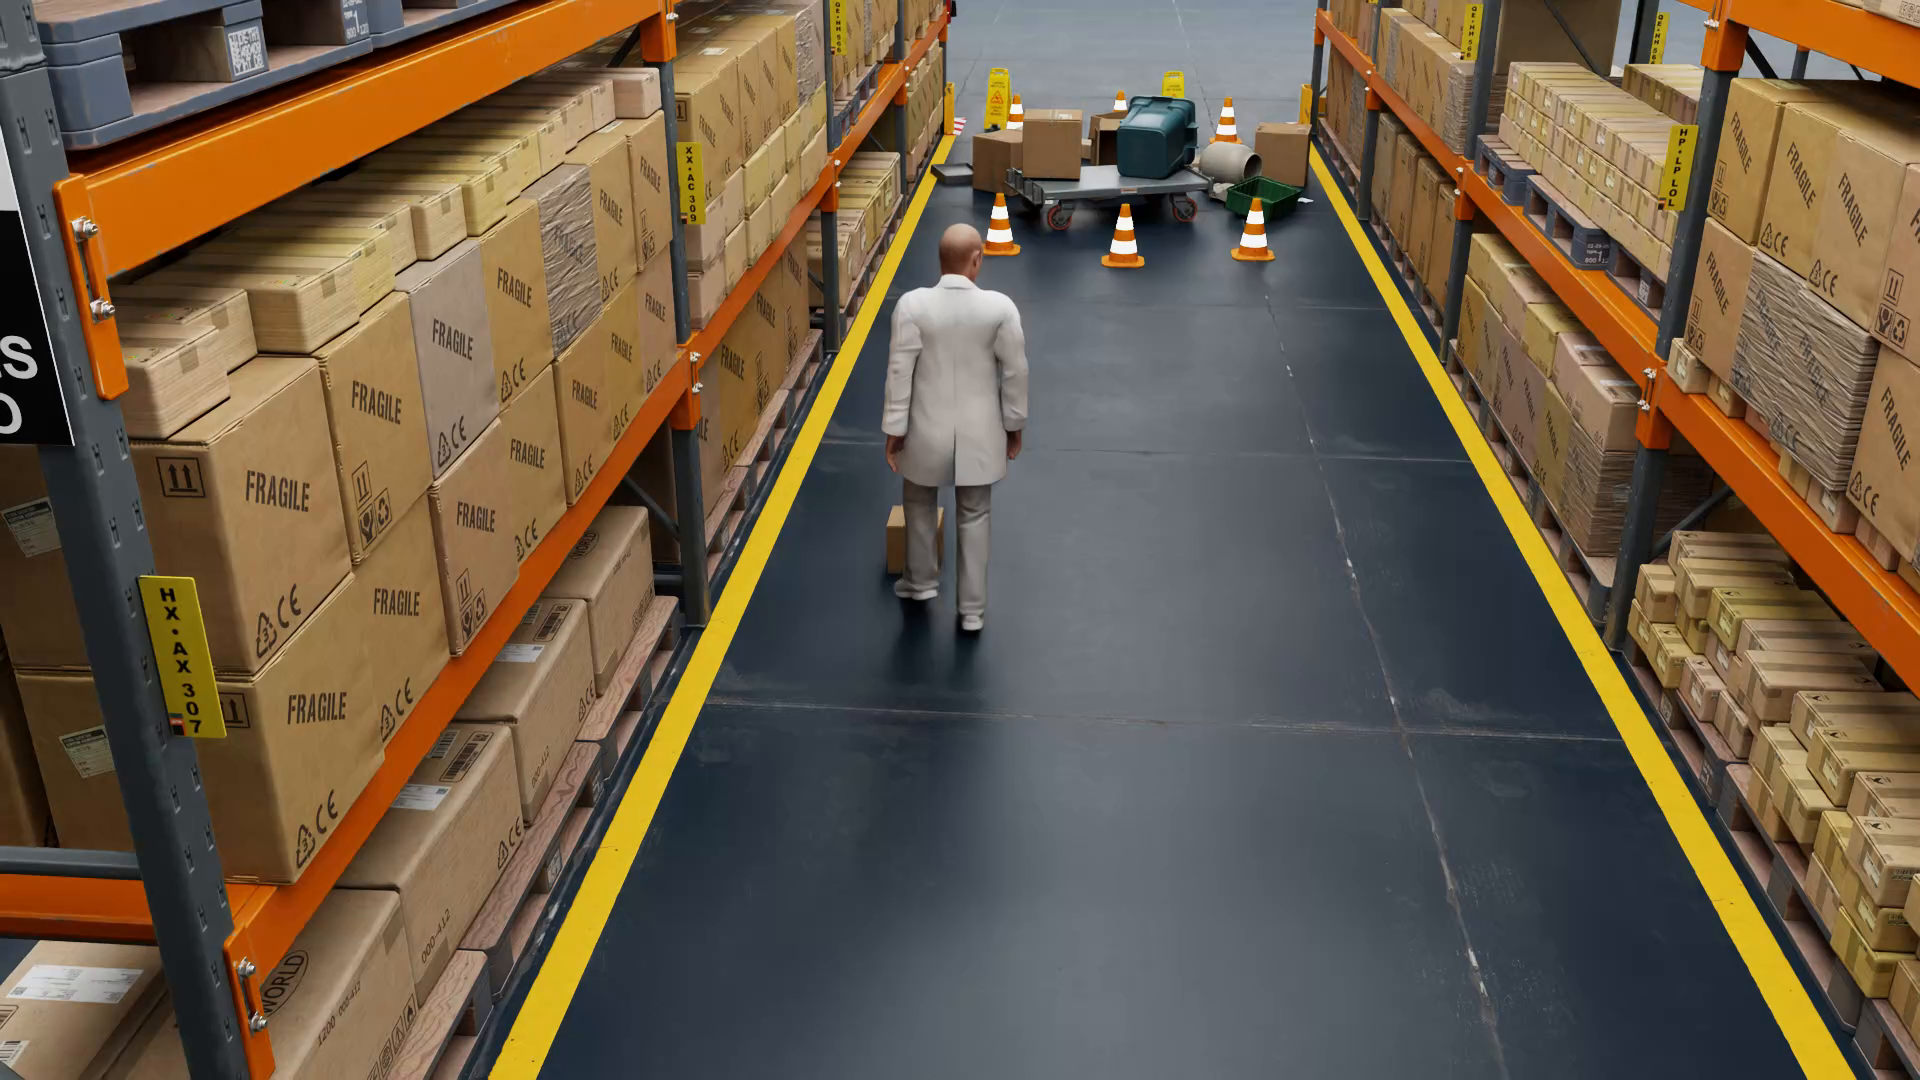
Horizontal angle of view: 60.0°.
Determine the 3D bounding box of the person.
[{"bbox_3d":[-0.028,-0.483,7.207,0.627,1.812,0.605,-1,24,-3],"label":"person"}]
